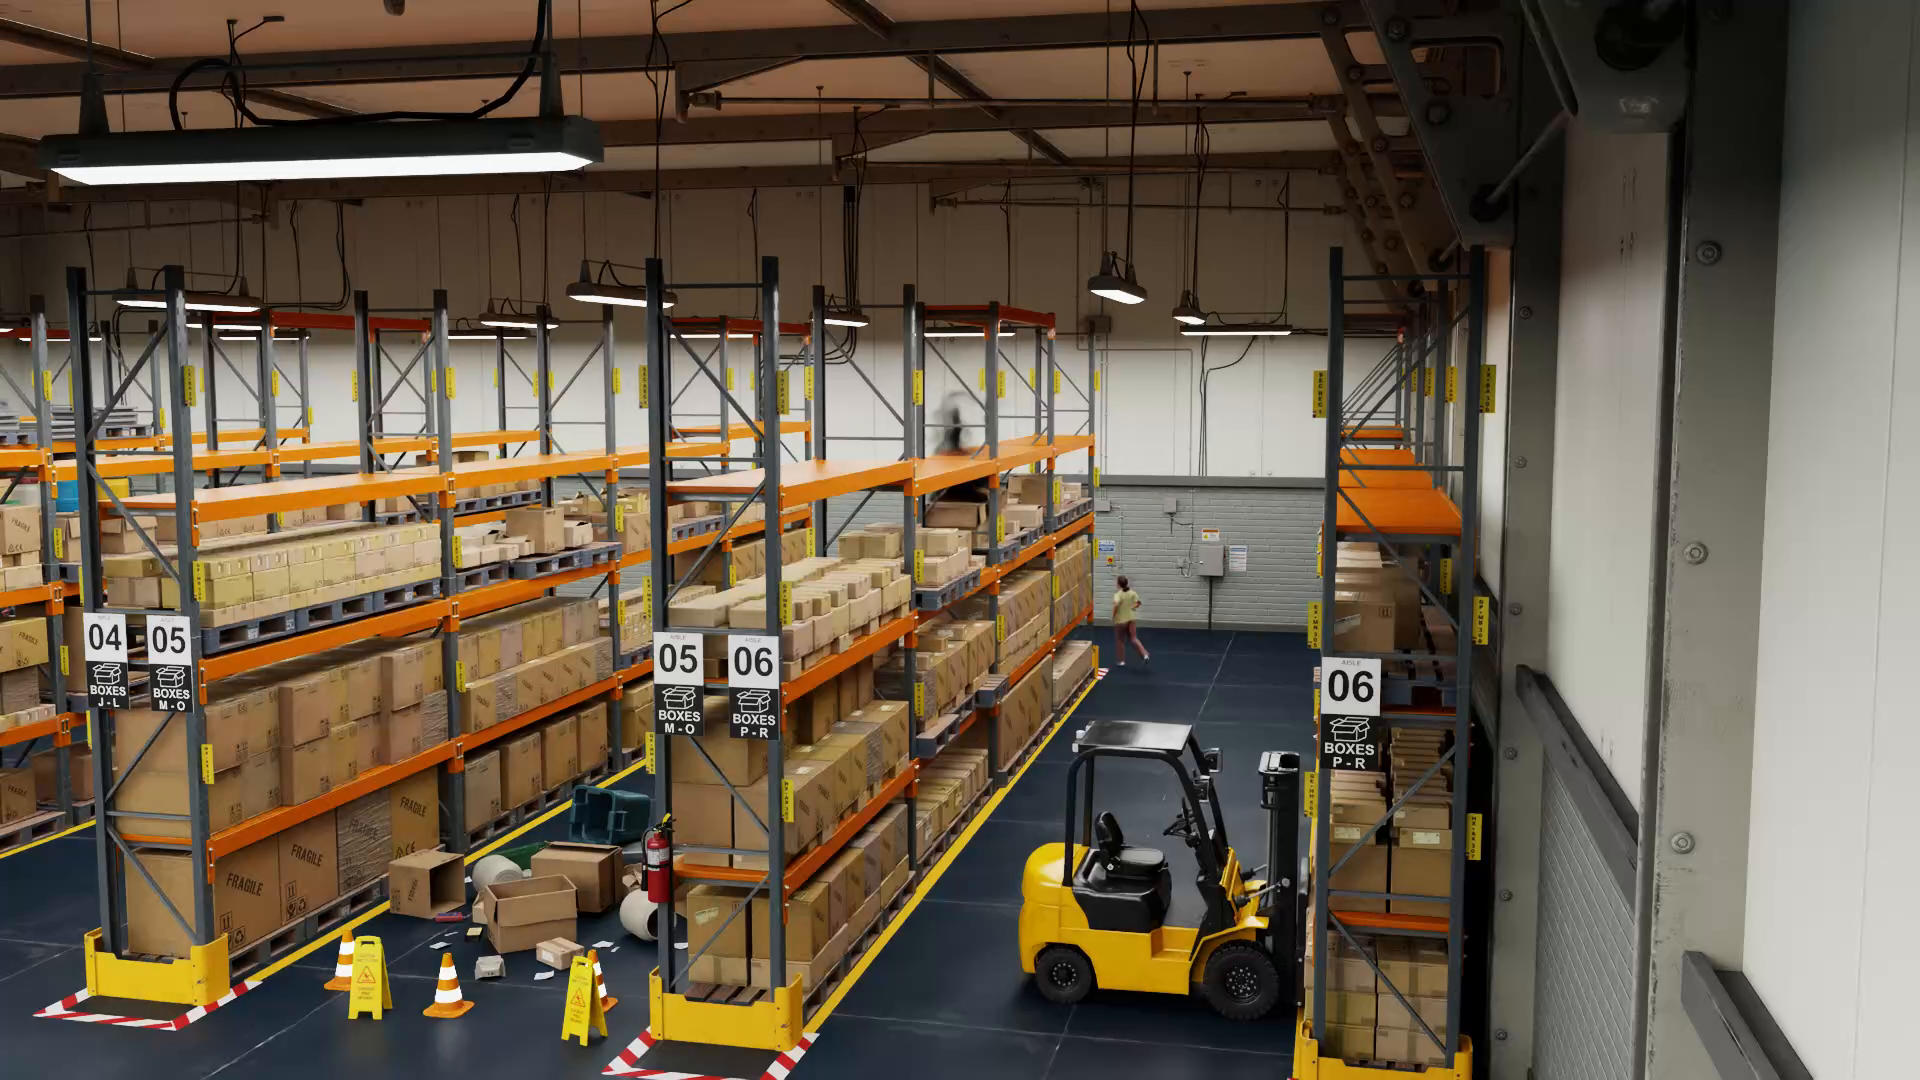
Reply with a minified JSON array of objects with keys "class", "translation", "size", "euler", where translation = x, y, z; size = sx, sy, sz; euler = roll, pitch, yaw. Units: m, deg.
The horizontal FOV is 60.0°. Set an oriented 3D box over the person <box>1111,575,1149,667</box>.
[{"class":"person","translation":[2.832,1.418,28.839],"size":[0.636,1.634,0.954],"euler":[-3,6,-26]}]
